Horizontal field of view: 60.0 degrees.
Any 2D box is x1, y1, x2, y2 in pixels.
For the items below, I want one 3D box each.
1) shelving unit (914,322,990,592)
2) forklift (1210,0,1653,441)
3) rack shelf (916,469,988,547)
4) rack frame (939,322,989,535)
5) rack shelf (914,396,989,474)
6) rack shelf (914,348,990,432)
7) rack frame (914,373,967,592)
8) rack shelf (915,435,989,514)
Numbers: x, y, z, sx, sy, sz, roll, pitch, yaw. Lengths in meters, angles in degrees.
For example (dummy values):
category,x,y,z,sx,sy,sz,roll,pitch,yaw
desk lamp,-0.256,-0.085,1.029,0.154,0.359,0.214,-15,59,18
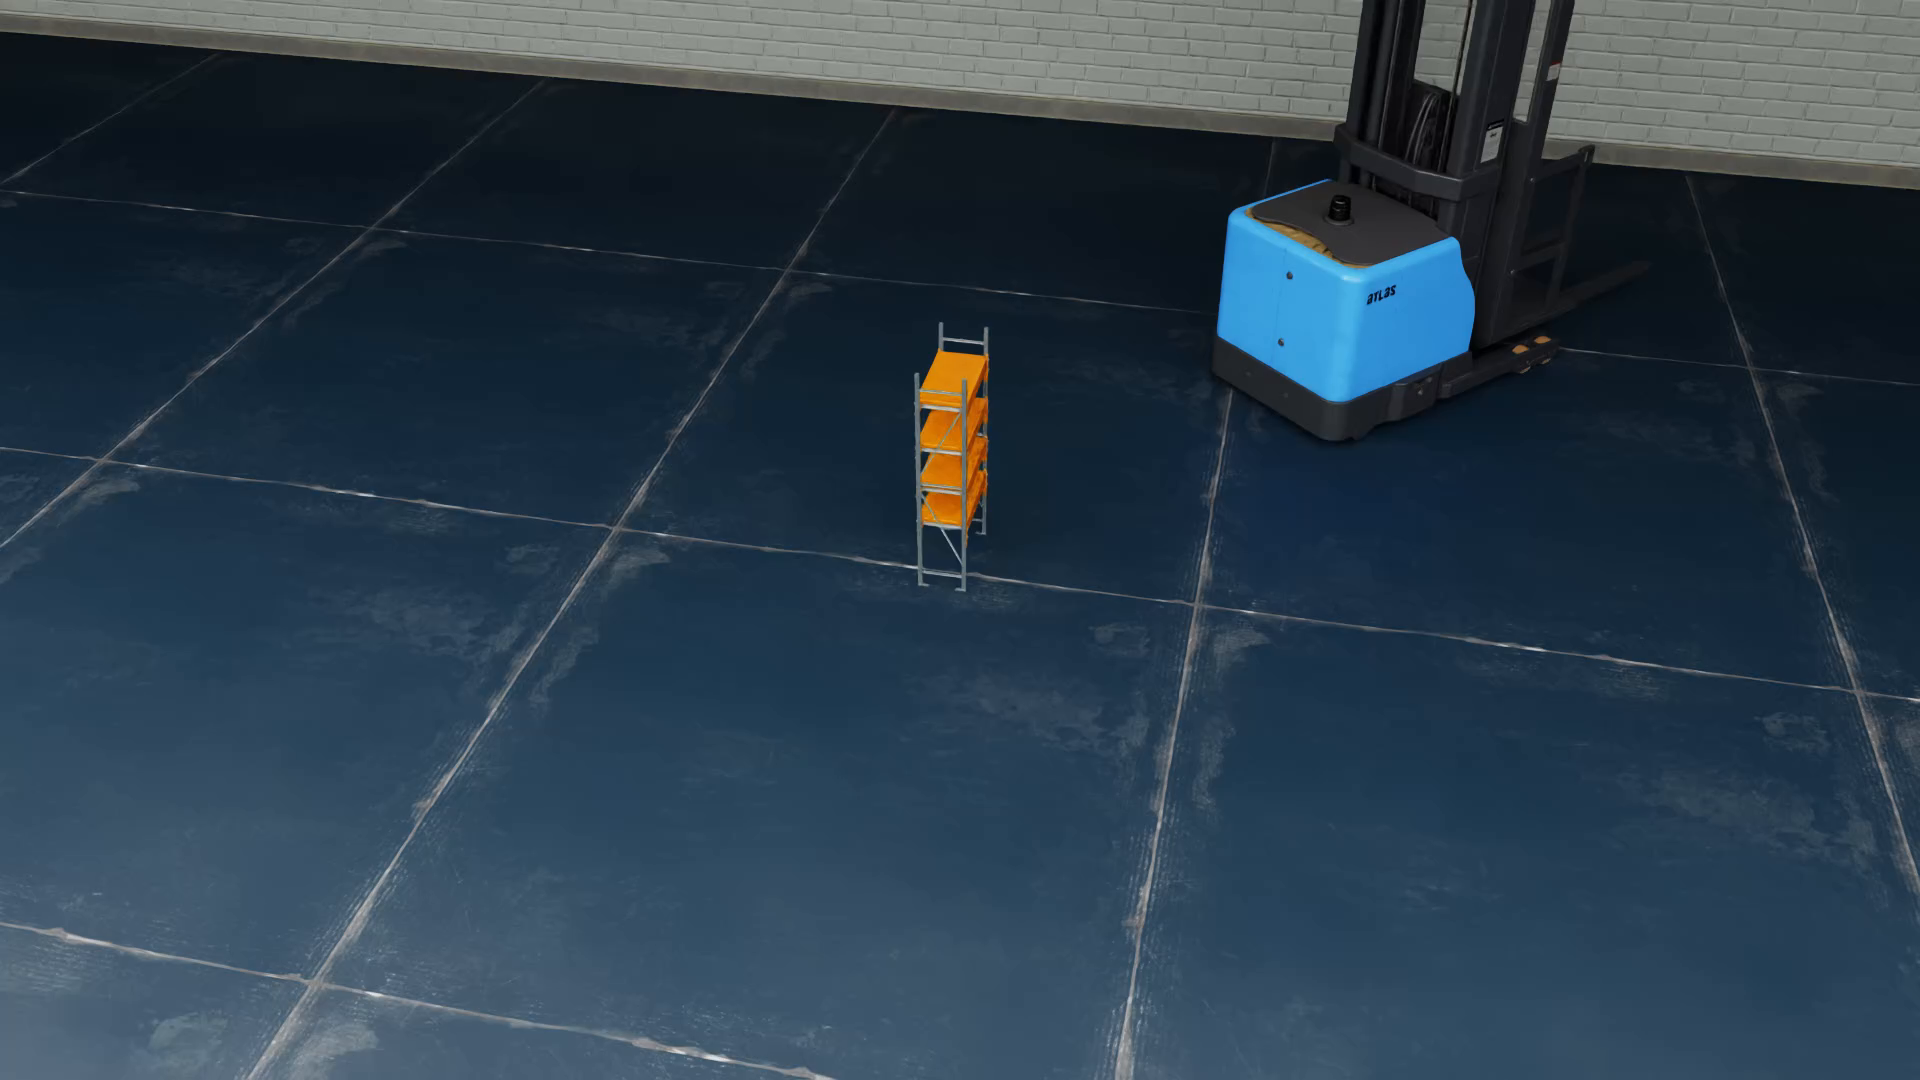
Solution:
category,x,y,z,sx,sy,sz,roll,pitch,yaw
shelving unit,-0.035,-0.391,8.037,0.258,1.200,0.503,7,37,10
forklift,2.973,-2.410,9.347,3.031,2.935,1.130,-22,42,-28
rack shelf,-0.035,-0.176,8.193,0.258,0.148,0.480,7,37,10
rack frame,0.017,-0.531,8.230,0.240,1.200,0.015,7,37,10
rack shelf,-0.035,-0.518,7.945,0.258,0.148,0.480,7,37,10
rack shelf,-0.035,-0.709,7.806,0.258,0.148,0.480,7,37,10
rack frame,-0.087,-0.251,7.844,0.240,1.200,0.015,7,37,10
rack shelf,-0.035,-0.336,8.077,0.258,0.148,0.480,7,37,10
